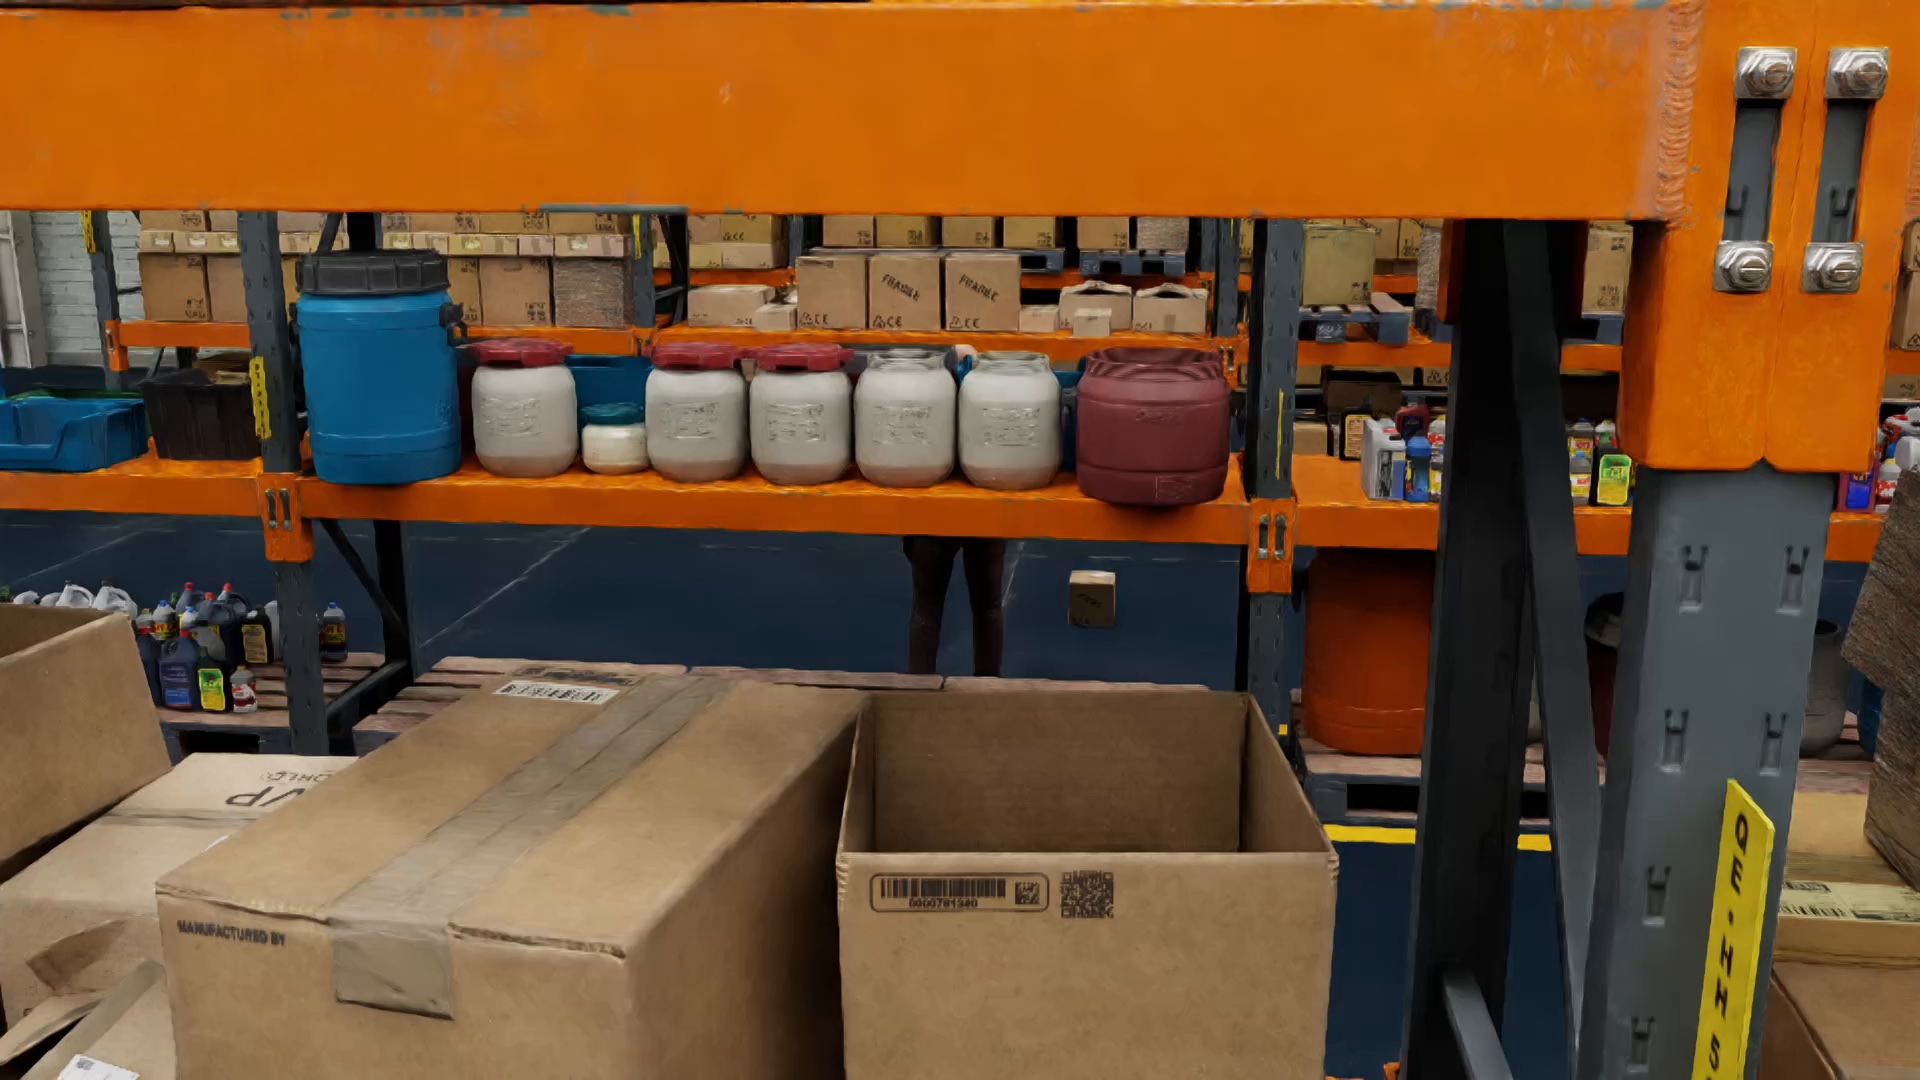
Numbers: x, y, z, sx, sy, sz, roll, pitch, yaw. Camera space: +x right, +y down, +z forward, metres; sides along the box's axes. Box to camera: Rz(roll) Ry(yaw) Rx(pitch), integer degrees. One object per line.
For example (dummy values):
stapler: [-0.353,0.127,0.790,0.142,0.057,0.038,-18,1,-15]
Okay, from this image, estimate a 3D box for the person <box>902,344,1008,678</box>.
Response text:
person: [-0.024,-0.059,7.773,0.549,1.722,0.405,-1,14,-4]
